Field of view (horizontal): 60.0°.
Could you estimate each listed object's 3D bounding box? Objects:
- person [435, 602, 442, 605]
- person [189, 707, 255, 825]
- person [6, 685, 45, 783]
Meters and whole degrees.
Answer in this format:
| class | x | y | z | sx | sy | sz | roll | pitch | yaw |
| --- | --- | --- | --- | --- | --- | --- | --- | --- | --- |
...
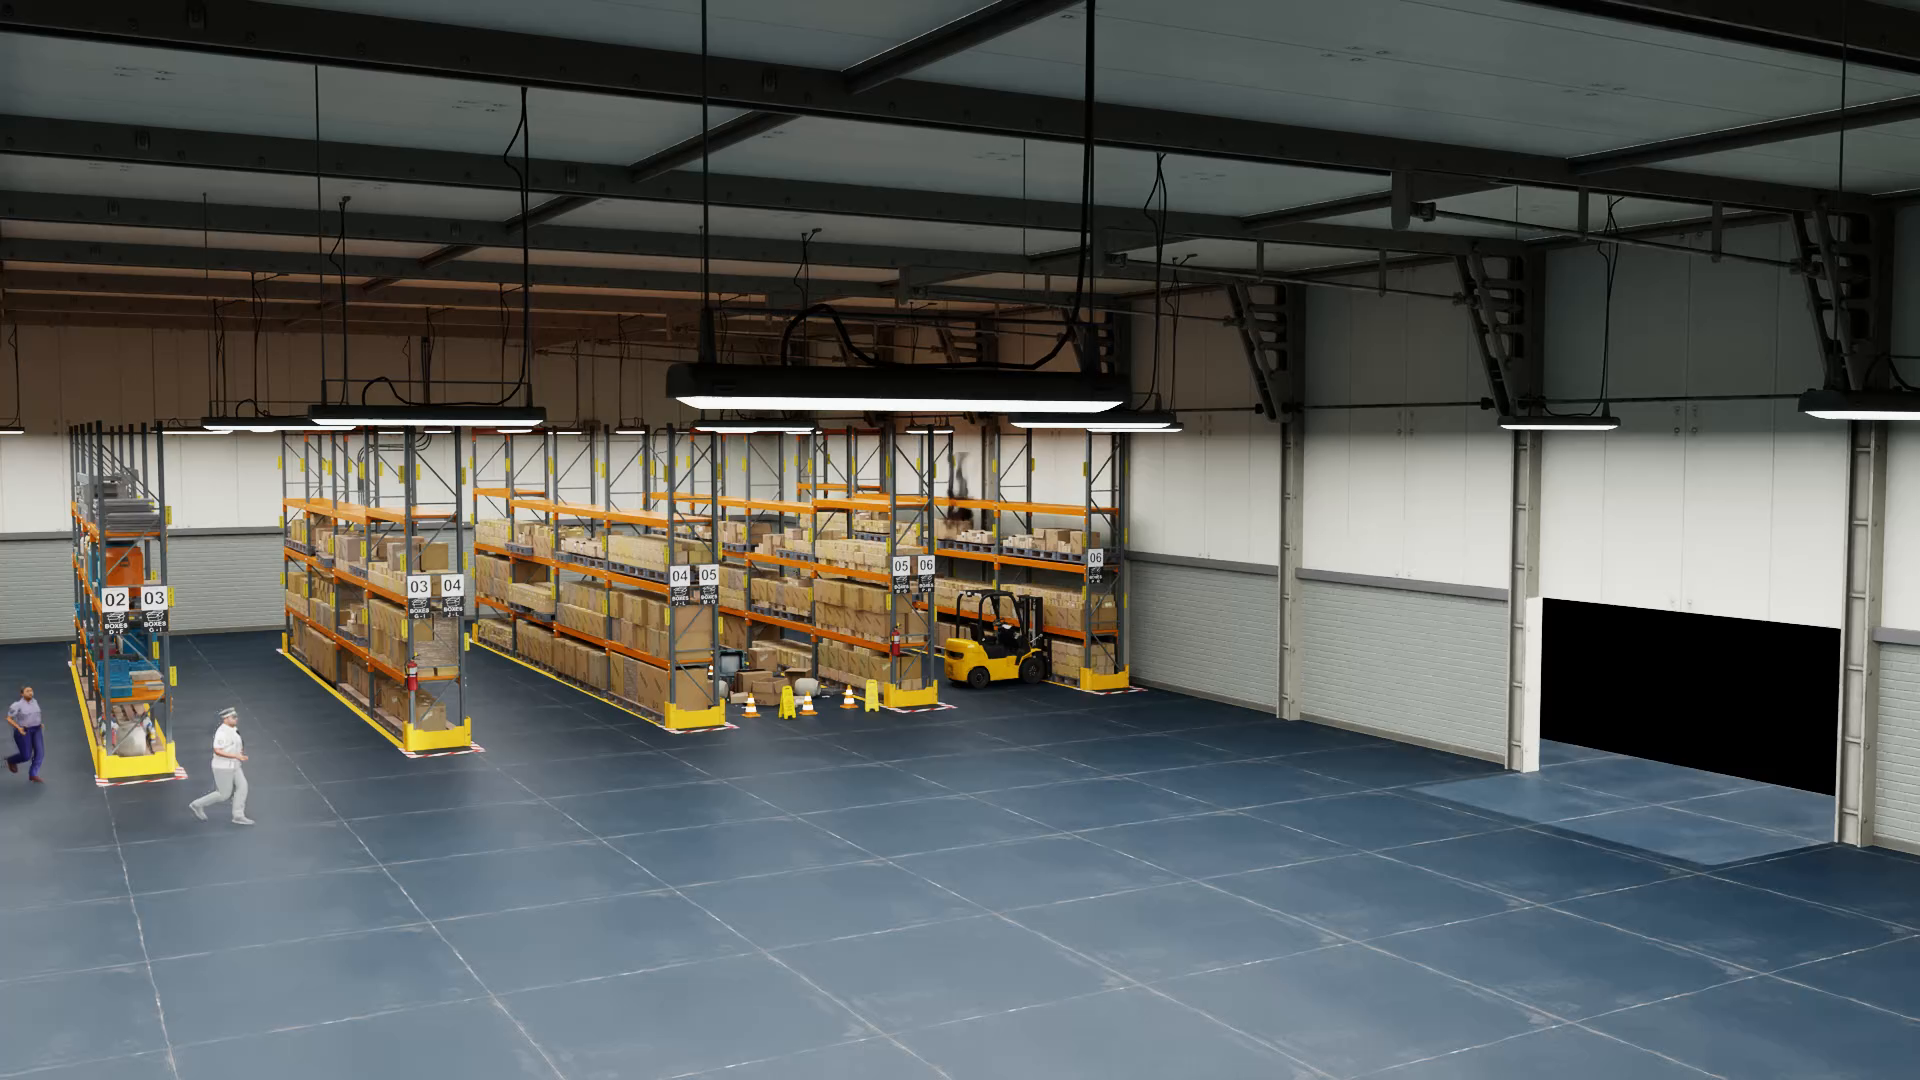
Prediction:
| class | x | y | z | sx | sy | sz | roll | pitch | yaw |
| --- | --- | --- | --- | --- | --- | --- | --- | --- | --- |
| person | -14.545 | 1.955 | 46.528 | 0.749 | 1.761 | 1.034 | 1 | 4 | 23 |
| person | -10.879 | 3.338 | 24.519 | 0.882 | 1.767 | 0.652 | 0 | 4 | -6 |
| person | -15.540 | 3.219 | 27.680 | 0.678 | 1.618 | 0.612 | 2 | 4 | 26 |
